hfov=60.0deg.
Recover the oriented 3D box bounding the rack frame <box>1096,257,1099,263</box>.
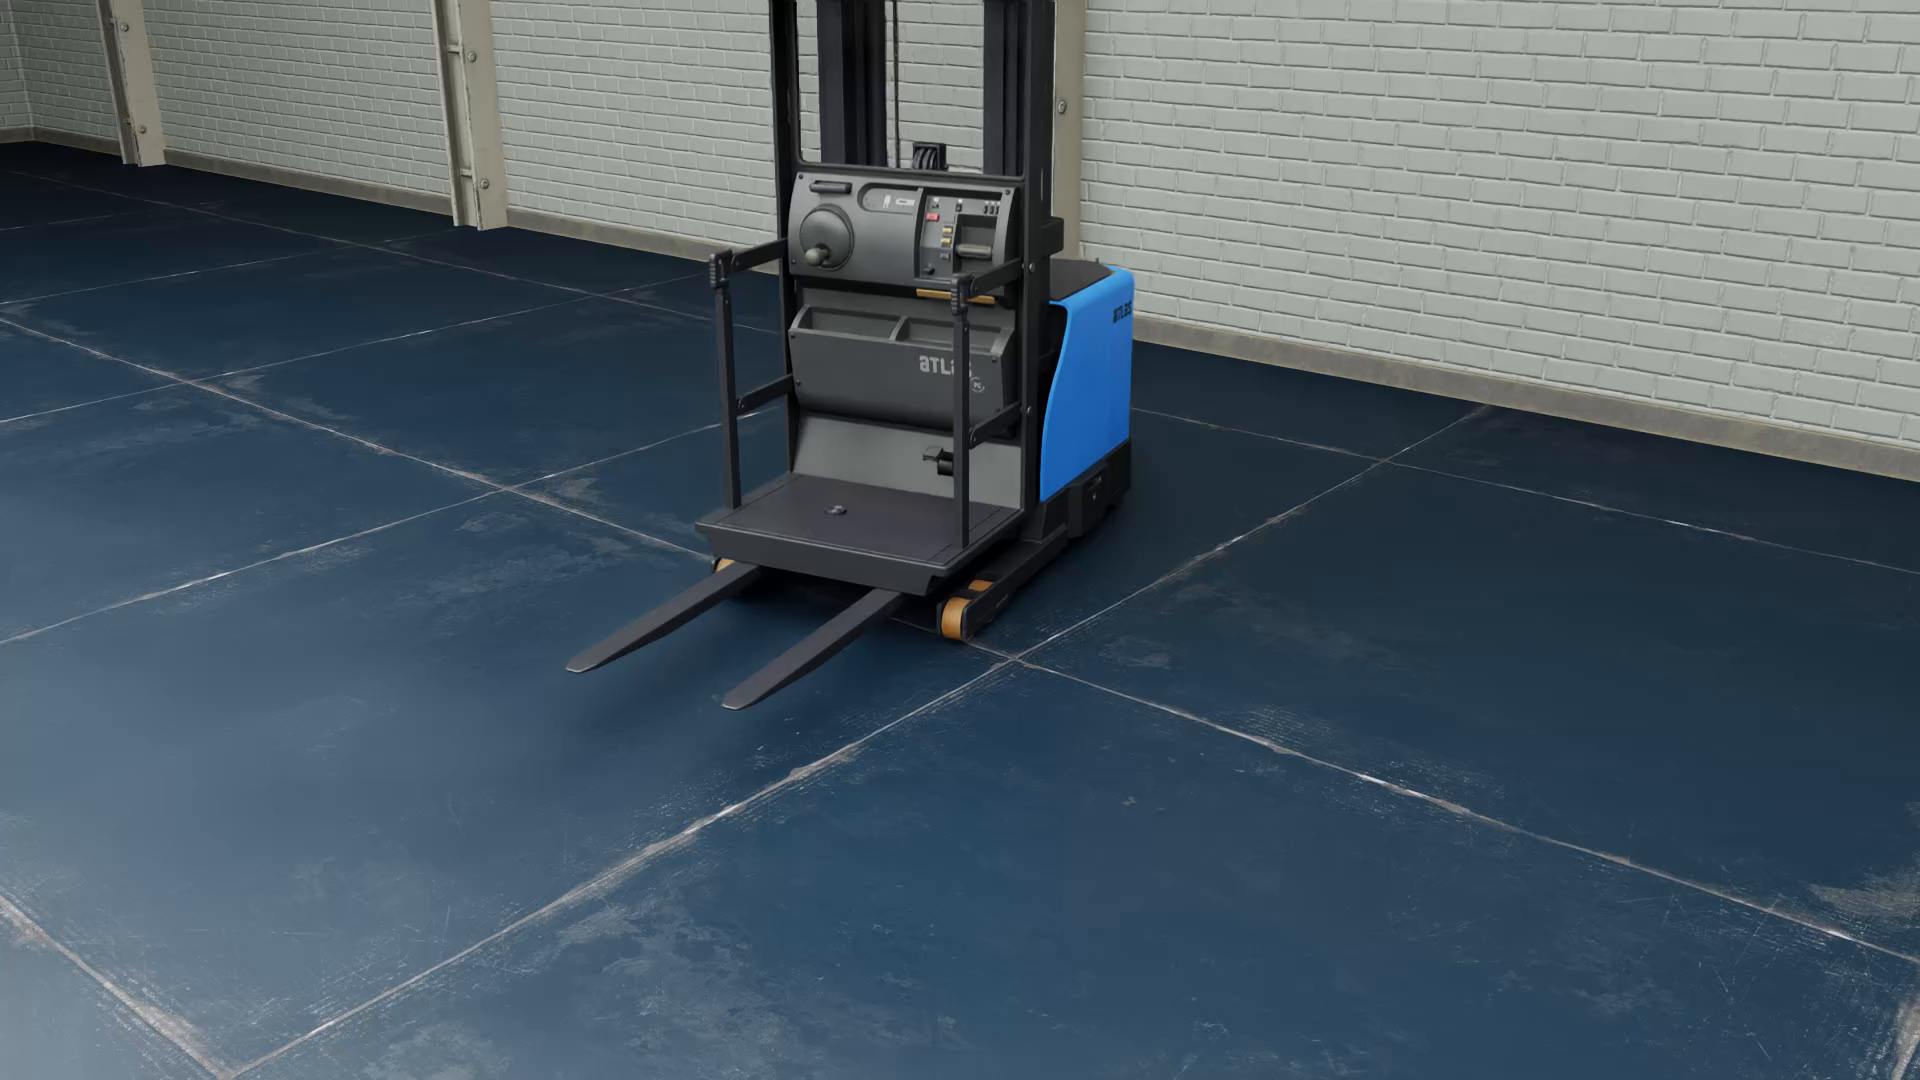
[{"bbox_3d":[0.589,-0.776,7.737,0.008,1.050,0.200,10,23,24],"label":"rack frame"}]

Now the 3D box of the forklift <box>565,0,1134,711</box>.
[{"bbox_3d":[-0.323,-1.170,6.116,1.130,2.935,3.031,10,23,24],"label":"forklift"}]

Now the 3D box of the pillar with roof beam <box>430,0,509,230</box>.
[{"bbox_3d":[-6.854,-5.755,9.675,0.400,9.000,9.100,16,26,36],"label":"pillar with roof beam"}]

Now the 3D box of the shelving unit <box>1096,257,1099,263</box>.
[{"bbox_3d":[0.480,-0.795,7.787,0.252,1.050,0.215,10,23,24],"label":"shelving unit"}]

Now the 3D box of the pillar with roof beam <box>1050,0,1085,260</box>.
[{"bbox_3d":[-2.206,-4.416,6.126,0.400,9.000,9.100,16,26,36],"label":"pillar with roof beam"}]

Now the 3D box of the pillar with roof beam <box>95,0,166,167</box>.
[{"bbox_3d":[-11.503,-7.093,13.225,0.400,9.000,9.100,16,26,36],"label":"pillar with roof beam"}]
